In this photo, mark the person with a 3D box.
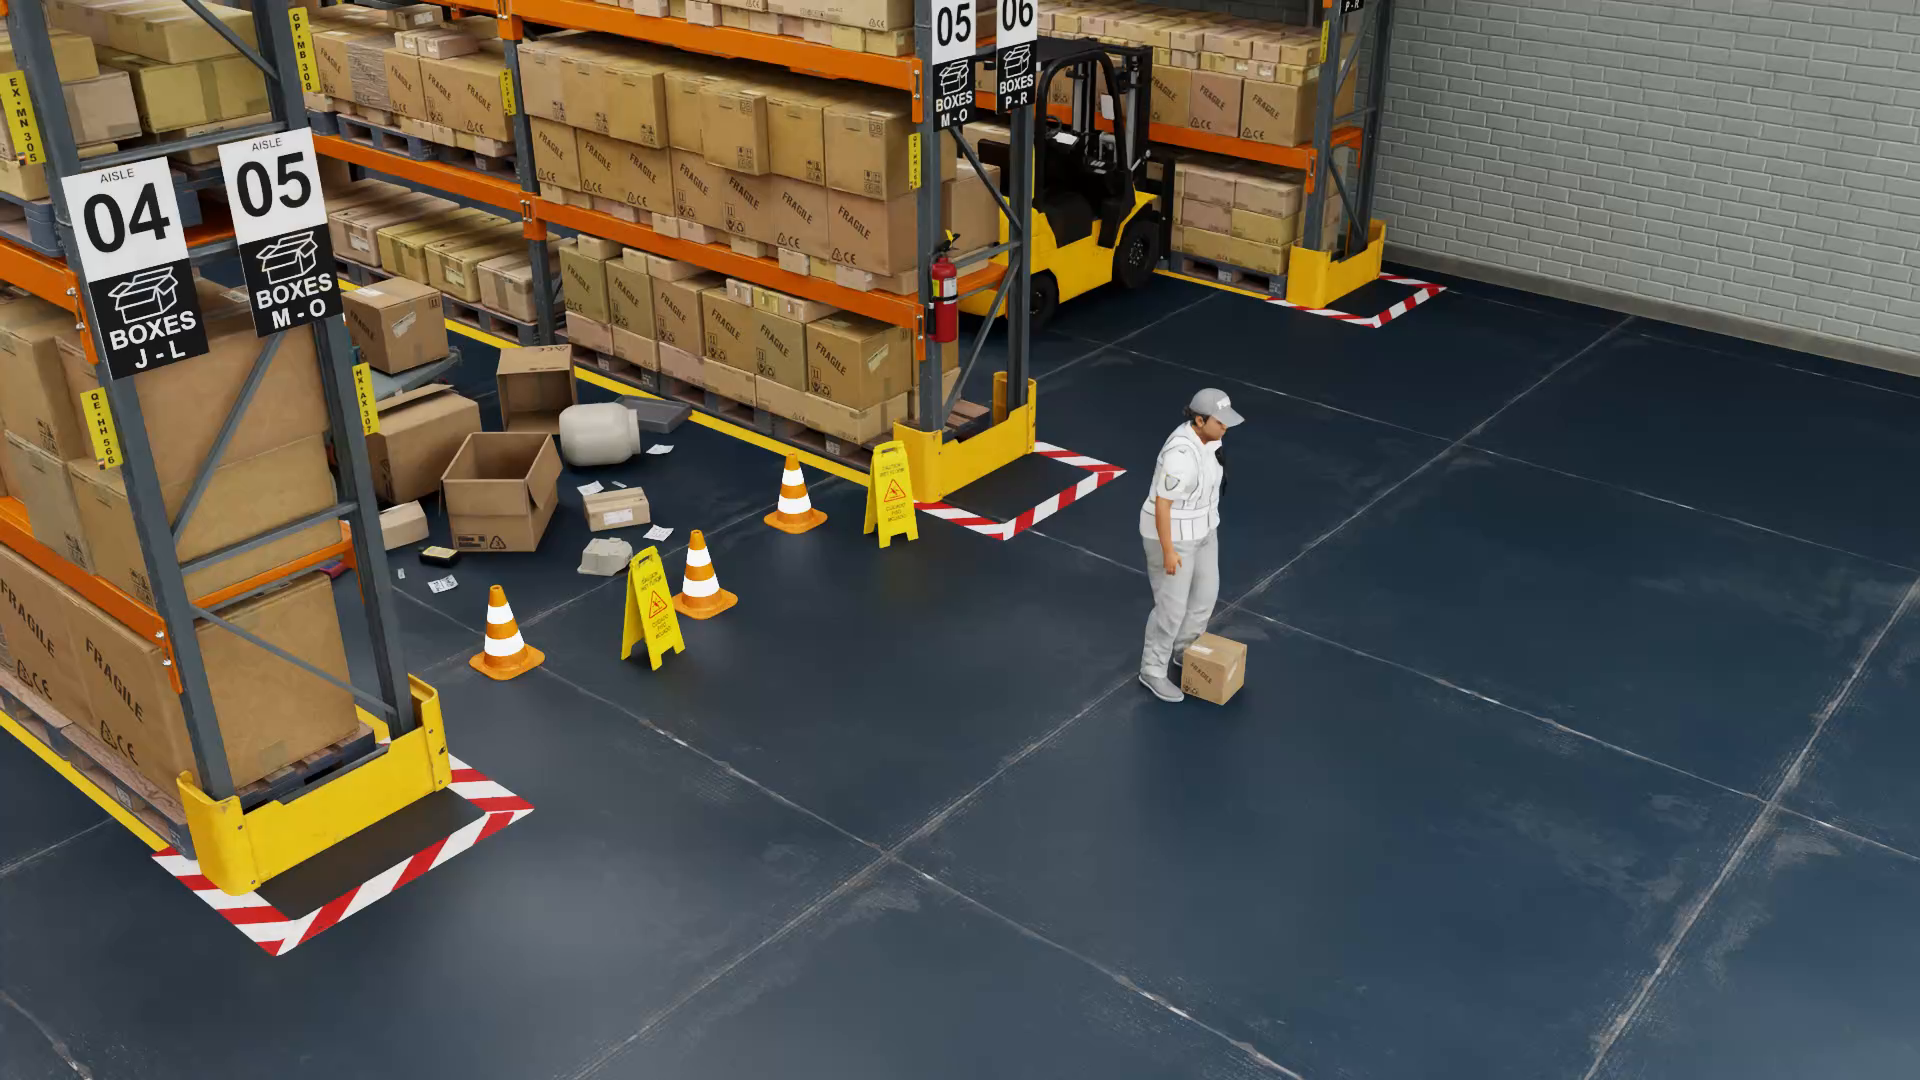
[{"bbox_3d":[1.183,-0.011,8.633,0.469,1.666,0.563,19,33,31],"label":"person"}]
